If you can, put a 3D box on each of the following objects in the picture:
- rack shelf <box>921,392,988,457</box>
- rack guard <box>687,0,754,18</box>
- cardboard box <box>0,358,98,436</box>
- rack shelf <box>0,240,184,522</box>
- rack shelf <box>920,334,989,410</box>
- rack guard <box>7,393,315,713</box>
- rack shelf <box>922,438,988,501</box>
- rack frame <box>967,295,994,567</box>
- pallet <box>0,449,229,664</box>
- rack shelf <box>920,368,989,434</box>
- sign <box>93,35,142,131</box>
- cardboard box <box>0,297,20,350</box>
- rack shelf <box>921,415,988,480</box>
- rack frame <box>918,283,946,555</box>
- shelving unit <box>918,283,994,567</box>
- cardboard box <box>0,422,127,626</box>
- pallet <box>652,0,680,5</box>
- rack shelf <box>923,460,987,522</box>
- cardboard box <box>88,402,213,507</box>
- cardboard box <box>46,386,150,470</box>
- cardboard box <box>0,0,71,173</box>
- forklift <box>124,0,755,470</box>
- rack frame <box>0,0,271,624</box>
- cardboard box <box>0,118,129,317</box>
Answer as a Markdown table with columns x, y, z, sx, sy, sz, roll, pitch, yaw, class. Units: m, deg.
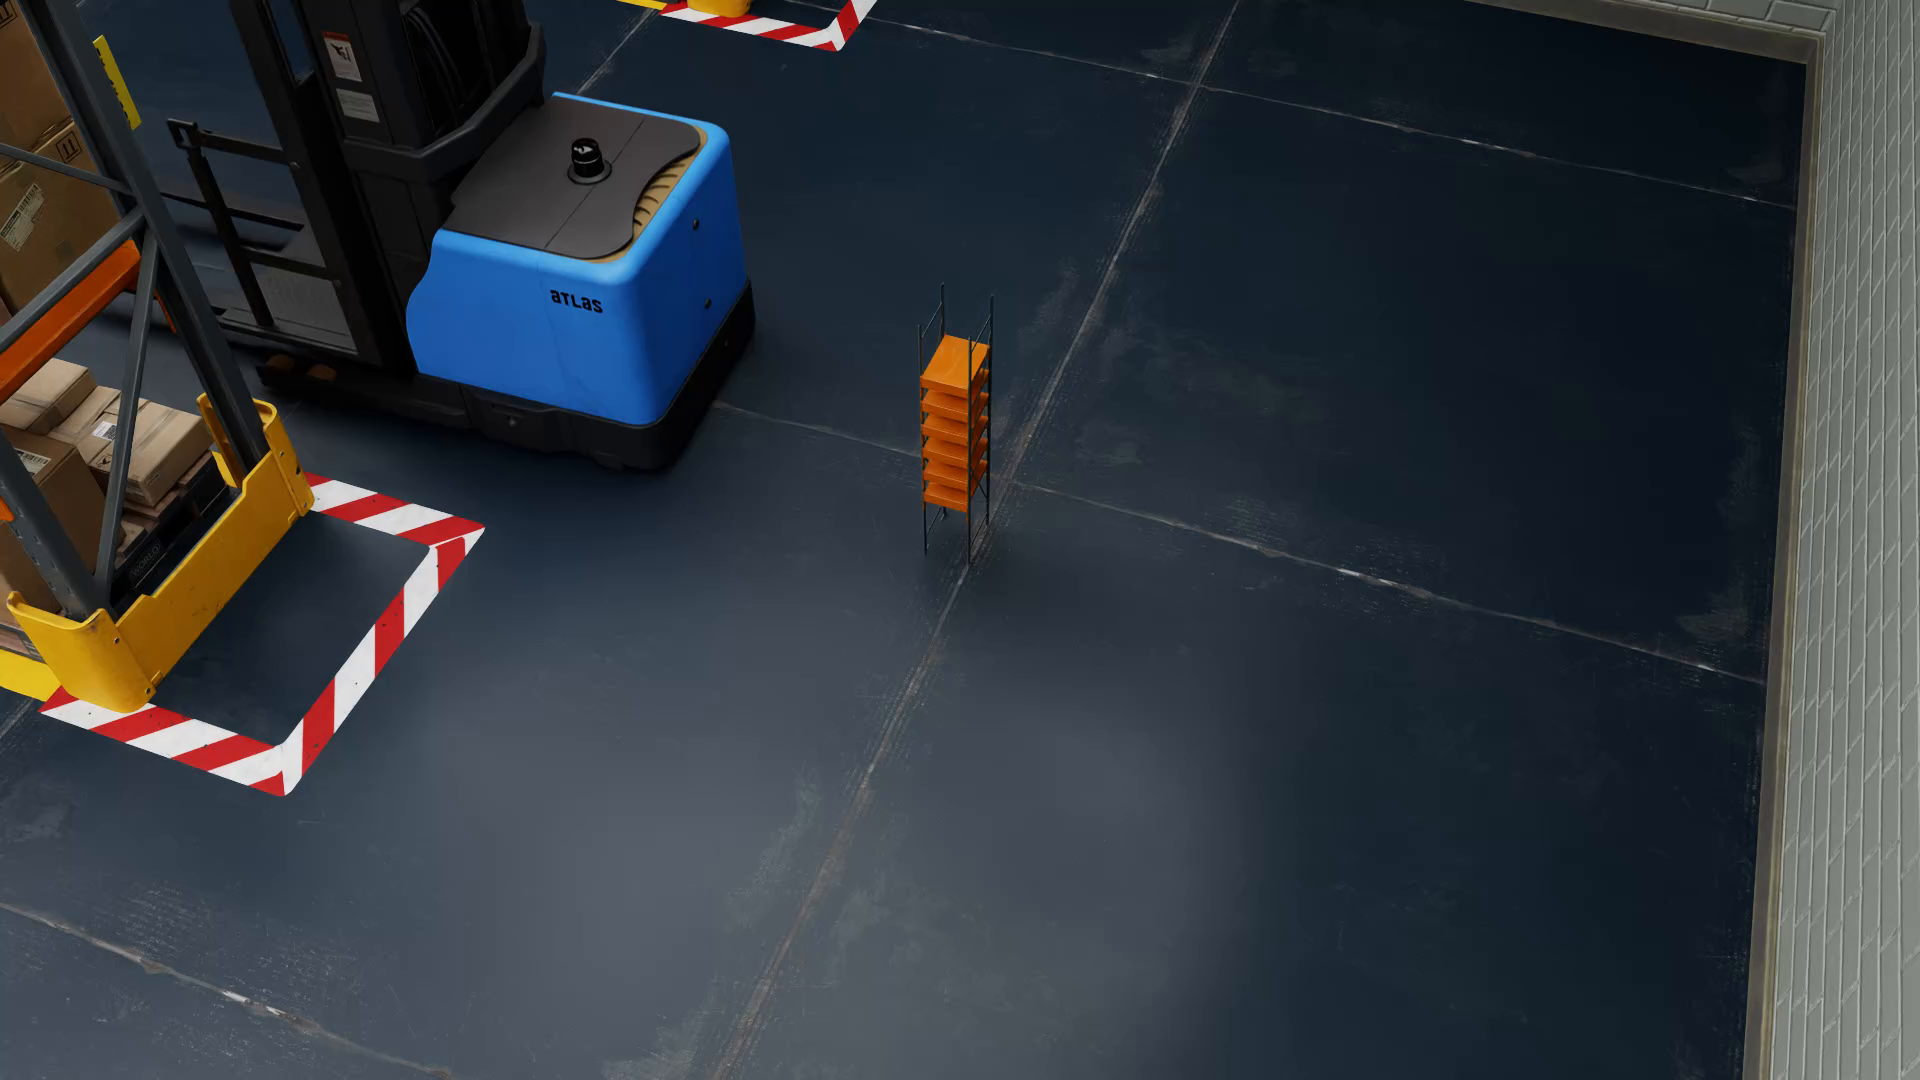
| x | y | z | sx | sy | sz | roll | pitch | yaw | class |
| --- | --- | --- | --- | --- | --- | --- | --- | --- | --- |
| -0.014 | -0.446 | 6.109 | 0.180 | 0.103 | 0.258 | 16 | 51 | 13 | rack shelf |
| -1.159 | -3.462 | 9.286 | 0.348 | 0.500 | 1.175 | 16 | 51 | 13 | rack guard |
| -3.775 | -0.493 | 6.587 | 0.500 | 0.250 | 0.500 | 16 | 51 | 13 | cardboard box |
| -4.770 | -1.063 | 6.029 | 4.000 | 0.370 | 1.077 | 16 | 51 | 13 | rack shelf |
| -0.014 | -0.603 | 5.928 | 0.180 | 0.103 | 0.258 | 16 | 51 | 13 | rack shelf |
| -2.966 | 0.024 | 6.265 | 0.348 | 0.500 | 1.175 | 16 | 51 | 13 | rack guard |
| -0.014 | -0.289 | 6.291 | 0.180 | 0.103 | 0.258 | 16 | 51 | 13 | rack shelf |
| 0.072 | -0.373 | 6.146 | 0.006 | 1.200 | 0.240 | 16 | 51 | 13 | rack frame |
| -3.714 | -0.089 | 6.555 | 1.213 | 0.211 | 1.003 | 16 | 51 | 13 | pallet |
| -0.014 | -0.525 | 6.019 | 0.180 | 0.103 | 0.258 | 16 | 51 | 13 | rack shelf |
| -2.706 | -1.443 | 5.309 | 0.005 | 0.325 | 0.100 | 16 | 51 | 13 | sign |
| -3.409 | -0.732 | 5.200 | 0.500 | 0.500 | 0.500 | 17 | 51 | 14 | cardboard box |
| -0.014 | -0.368 | 6.200 | 0.180 | 0.103 | 0.258 | 16 | 51 | 13 | rack shelf |
| -0.099 | -0.421 | 6.187 | 0.006 | 1.200 | 0.240 | 16 | 51 | 13 | rack frame |
| -0.014 | -0.397 | 6.166 | 0.189 | 1.200 | 0.258 | 16 | 51 | 13 | shelving unit |
| -3.490 | -0.068 | 6.054 | 0.500 | 0.500 | 0.500 | 16 | 51 | 13 | cardboard box |
| -1.958 | -3.528 | 9.535 | 1.213 | 0.211 | 1.003 | 16 | 51 | 13 | pallet |
| -0.014 | -0.210 | 6.381 | 0.180 | 0.103 | 0.258 | 16 | 51 | 13 | rack shelf |
| -3.168 | -0.338 | 6.520 | 0.250 | 0.149 | 0.380 | 16 | 51 | 13 | cardboard box |
| -3.402 | -0.410 | 6.570 | 0.250 | 0.166 | 0.380 | 16 | 51 | 13 | cardboard box |
| -3.219 | -1.438 | 5.150 | 0.500 | 0.500 | 0.500 | 17 | 51 | 14 | cardboard box |
| -2.480 | -1.914 | 6.336 | 3.031 | 2.935 | 1.130 | 14 | 51 | 12 | forklift |
| -2.894 | -0.775 | 5.303 | 0.127 | 3.000 | 1.000 | 16 | 51 | 13 | rack frame |
| -3.219 | -1.111 | 5.528 | 0.500 | 0.500 | 0.500 | 17 | 51 | 14 | cardboard box |
